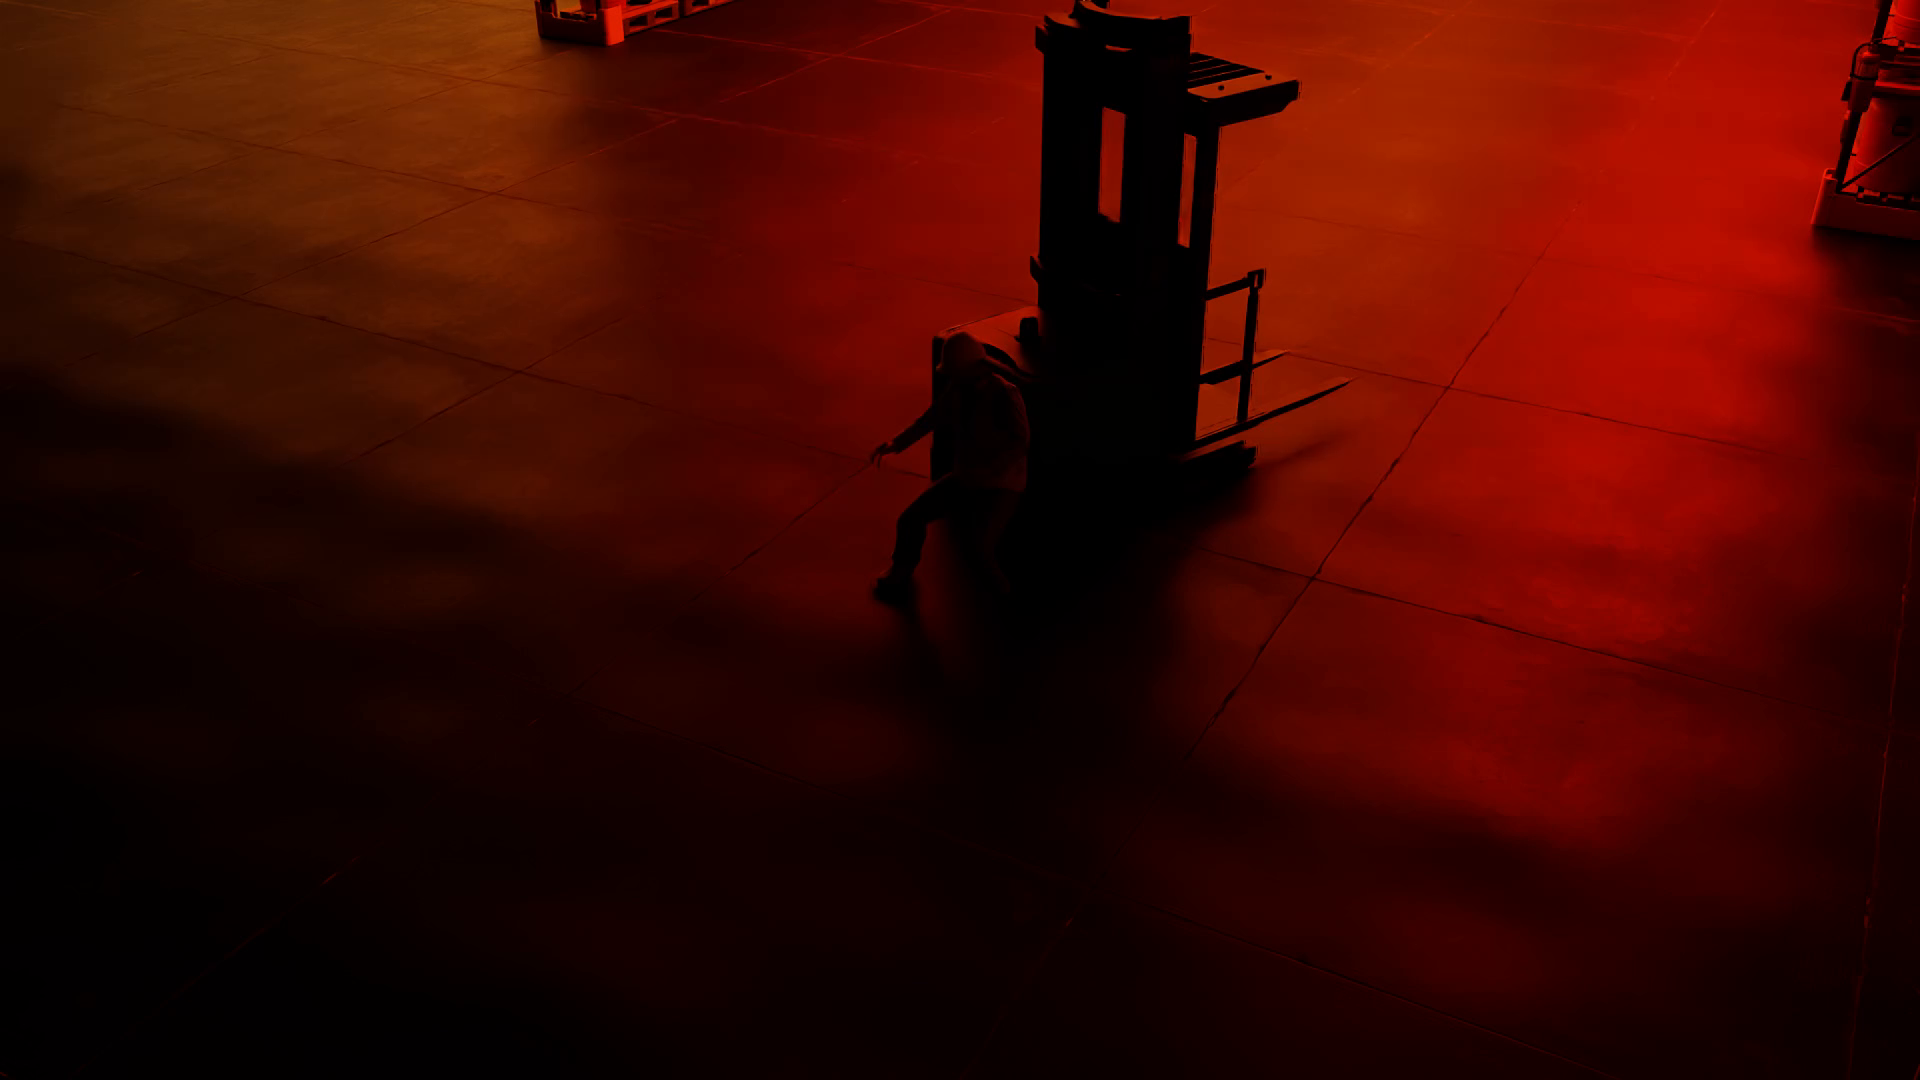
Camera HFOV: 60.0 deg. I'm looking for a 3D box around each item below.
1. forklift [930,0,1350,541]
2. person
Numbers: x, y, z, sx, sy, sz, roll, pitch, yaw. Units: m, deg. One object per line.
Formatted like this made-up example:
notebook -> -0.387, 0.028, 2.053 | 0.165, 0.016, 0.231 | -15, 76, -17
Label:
forklift -> 1.292, -1.849, 10.275 | 3.031, 2.935, 1.130 | -21, 36, -32
person -> -0.042, -0.353, 9.050 | 0.781, 1.570, 0.875 | -24, 38, -36
